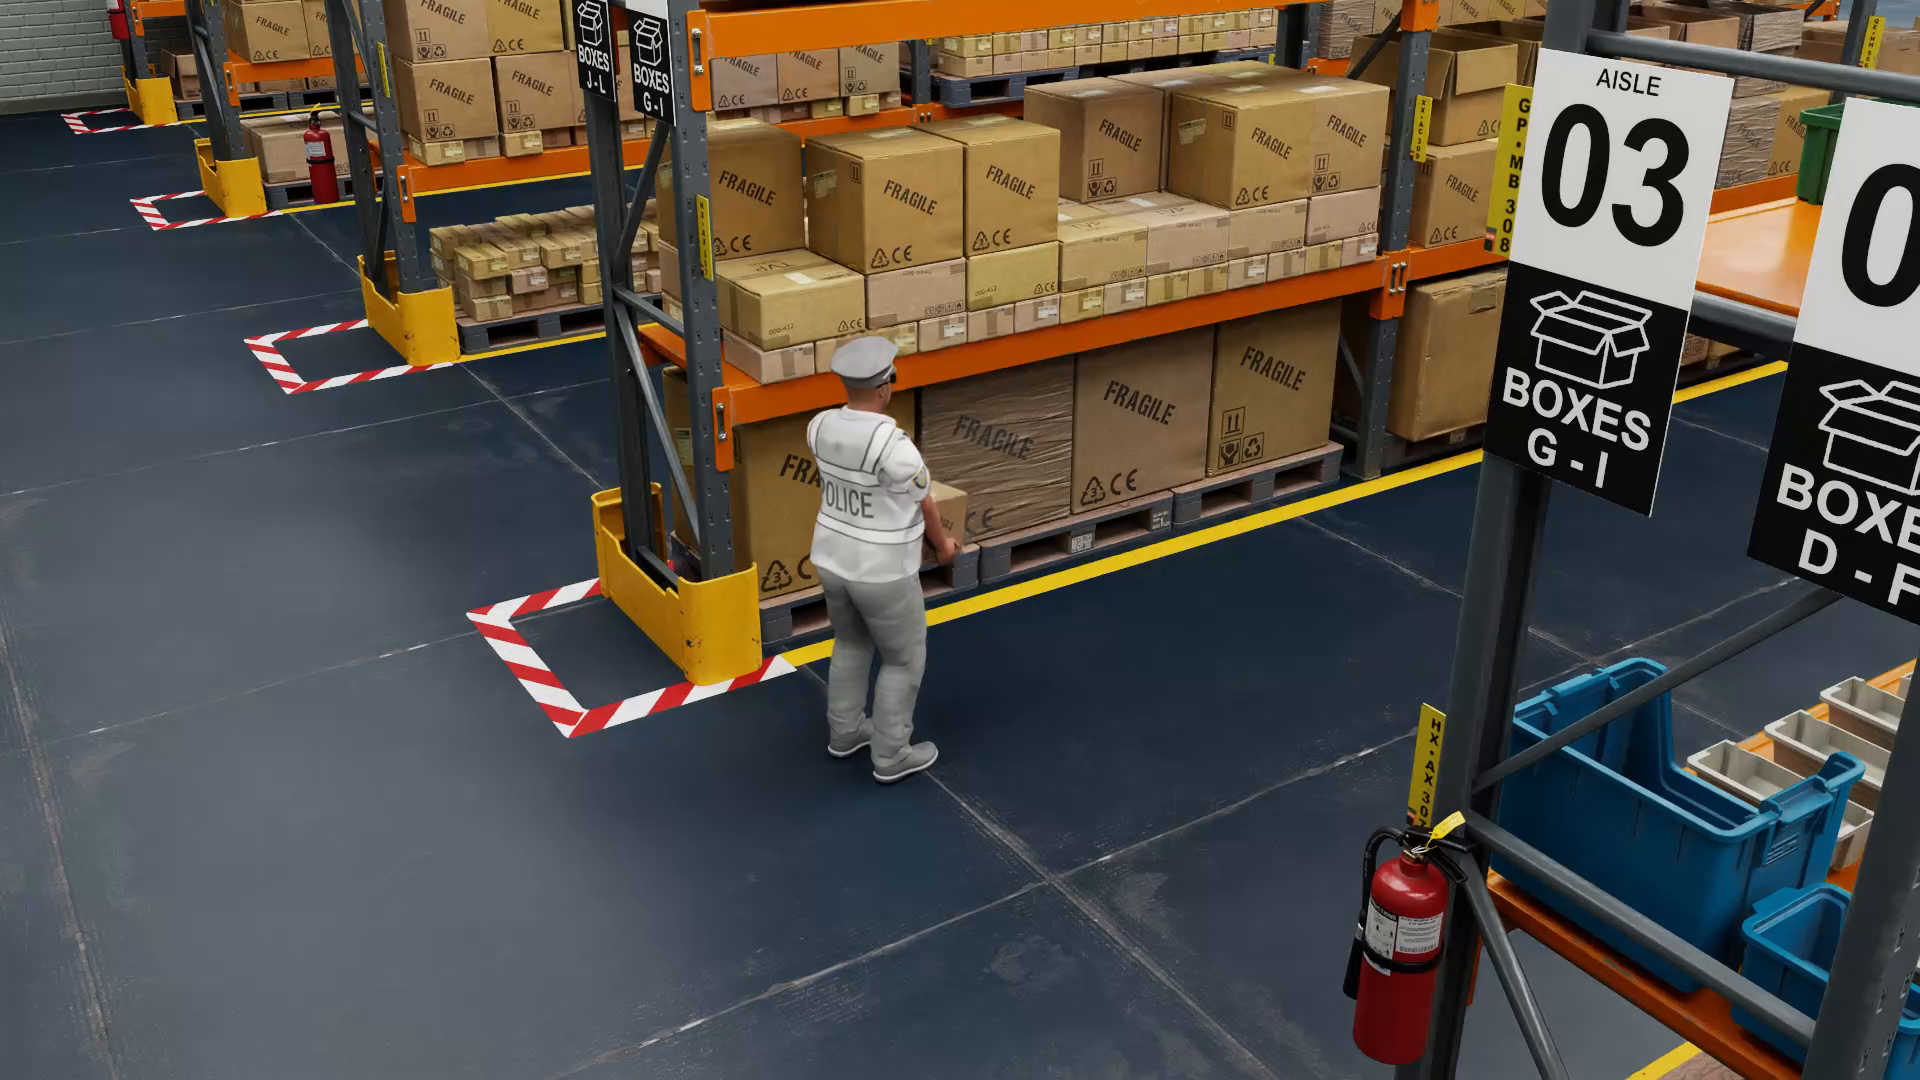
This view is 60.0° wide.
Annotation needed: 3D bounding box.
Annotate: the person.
[{"bbox_3d":[-0.301,0.062,6.455,0.490,1.768,0.573,20,32,37],"label":"person"}]
